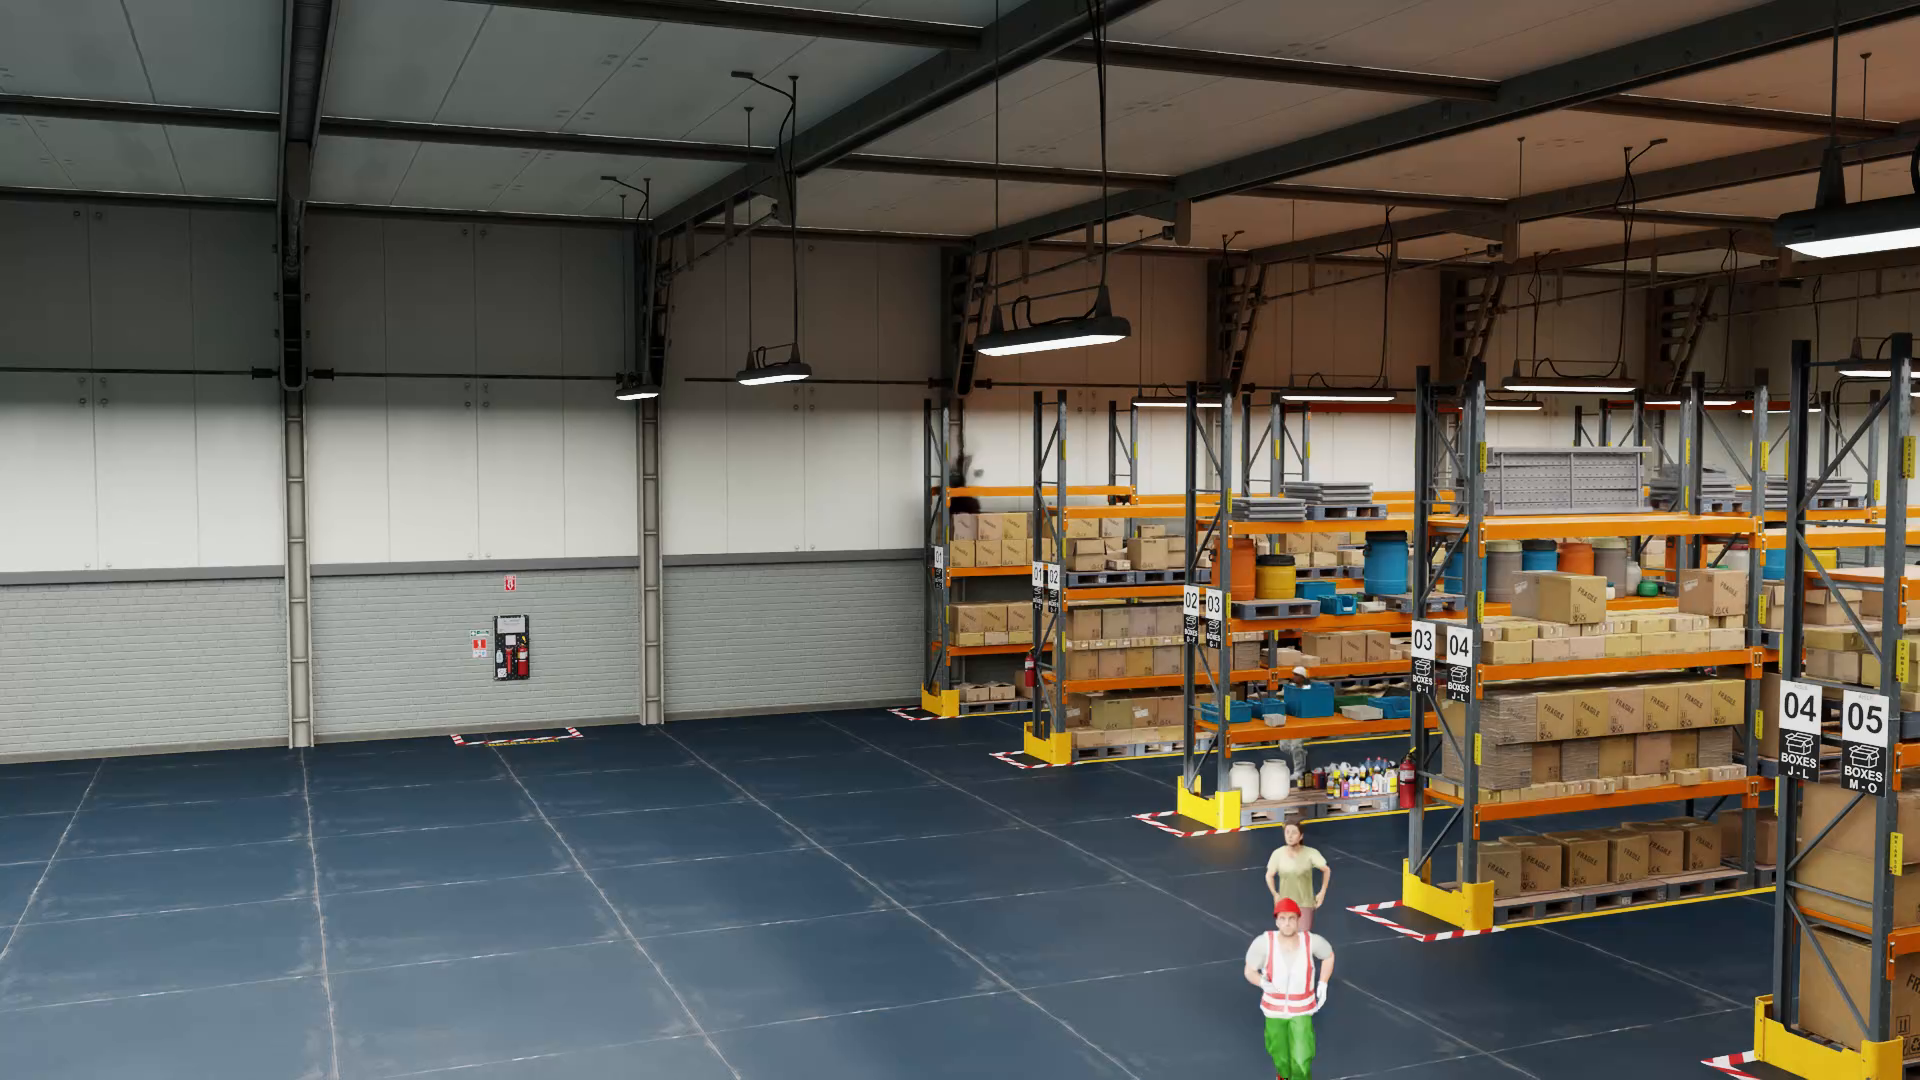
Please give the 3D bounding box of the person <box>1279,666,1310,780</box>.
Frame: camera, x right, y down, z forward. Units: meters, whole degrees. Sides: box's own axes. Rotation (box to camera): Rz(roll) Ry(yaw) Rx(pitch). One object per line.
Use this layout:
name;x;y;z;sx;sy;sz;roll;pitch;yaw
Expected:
person;5.173;2.802;25.488;0.600;1.737;0.675;-2;4;-35

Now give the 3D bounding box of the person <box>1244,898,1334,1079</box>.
person;2.447;3.549;12.425;0.636;1.800;0.786;1;4;18

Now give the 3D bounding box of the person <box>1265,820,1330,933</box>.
person;3.130;3.436;15.529;0.590;1.629;0.512;1;4;20
